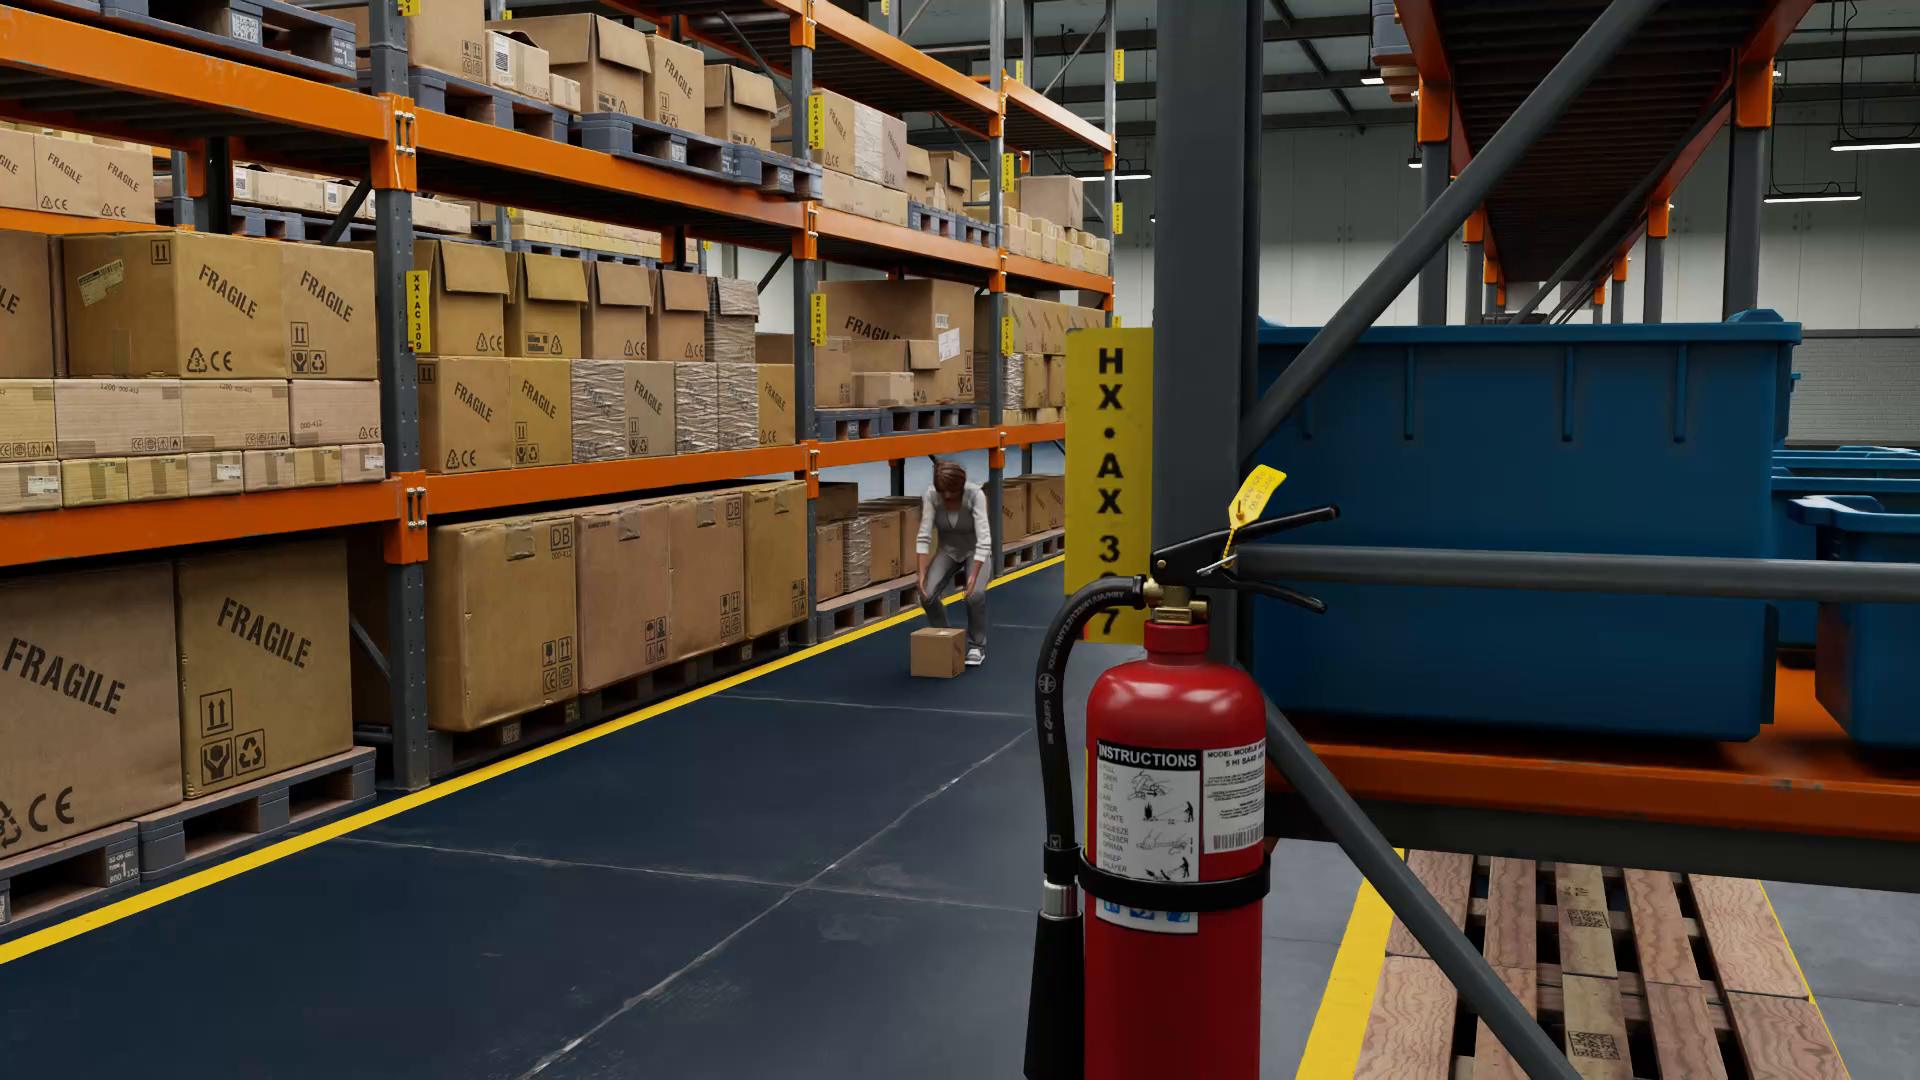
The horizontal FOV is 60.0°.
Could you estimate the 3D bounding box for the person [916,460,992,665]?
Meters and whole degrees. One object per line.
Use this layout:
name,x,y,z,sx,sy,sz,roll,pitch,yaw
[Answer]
person,0.000,0.140,9.964,0.462,1.228,0.688,2,6,19
